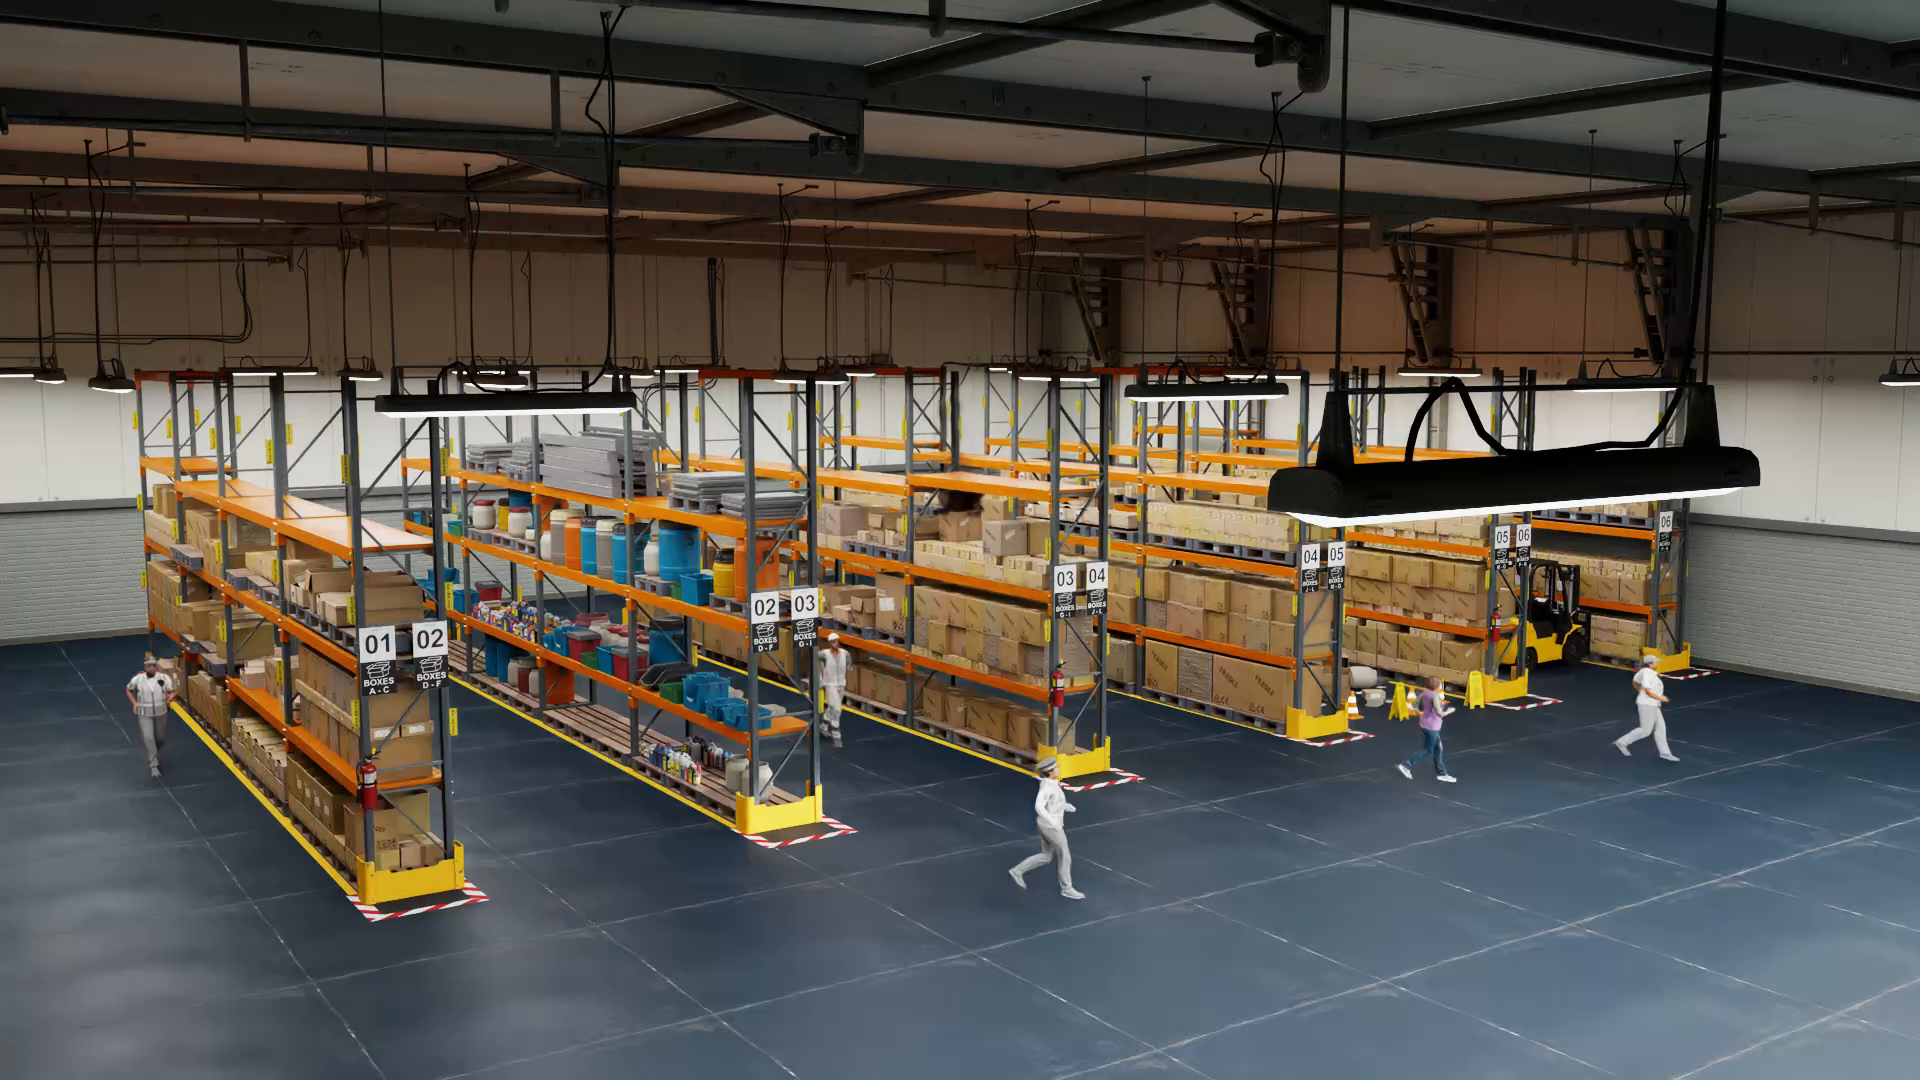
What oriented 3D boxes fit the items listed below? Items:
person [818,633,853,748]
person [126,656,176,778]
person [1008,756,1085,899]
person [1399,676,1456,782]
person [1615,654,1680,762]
[{"bbox_3d":[-2.035,2.410,26.991,0.619,1.850,0.799,-5,8,-36],"label":"person"},{"bbox_3d":[-12.191,2.628,25.120,0.664,1.786,0.931,-4,8,-32],"label":"person"},{"bbox_3d":[1.018,3.339,19.187,0.892,1.702,0.512,-1,6,-7],"label":"person"},{"bbox_3d":[6.862,2.771,24.367,0.881,1.586,0.537,0,6,-3],"label":"person"},{"bbox_3d":[10.700,2.596,25.844,0.959,1.659,0.643,2,7,17],"label":"person"}]
